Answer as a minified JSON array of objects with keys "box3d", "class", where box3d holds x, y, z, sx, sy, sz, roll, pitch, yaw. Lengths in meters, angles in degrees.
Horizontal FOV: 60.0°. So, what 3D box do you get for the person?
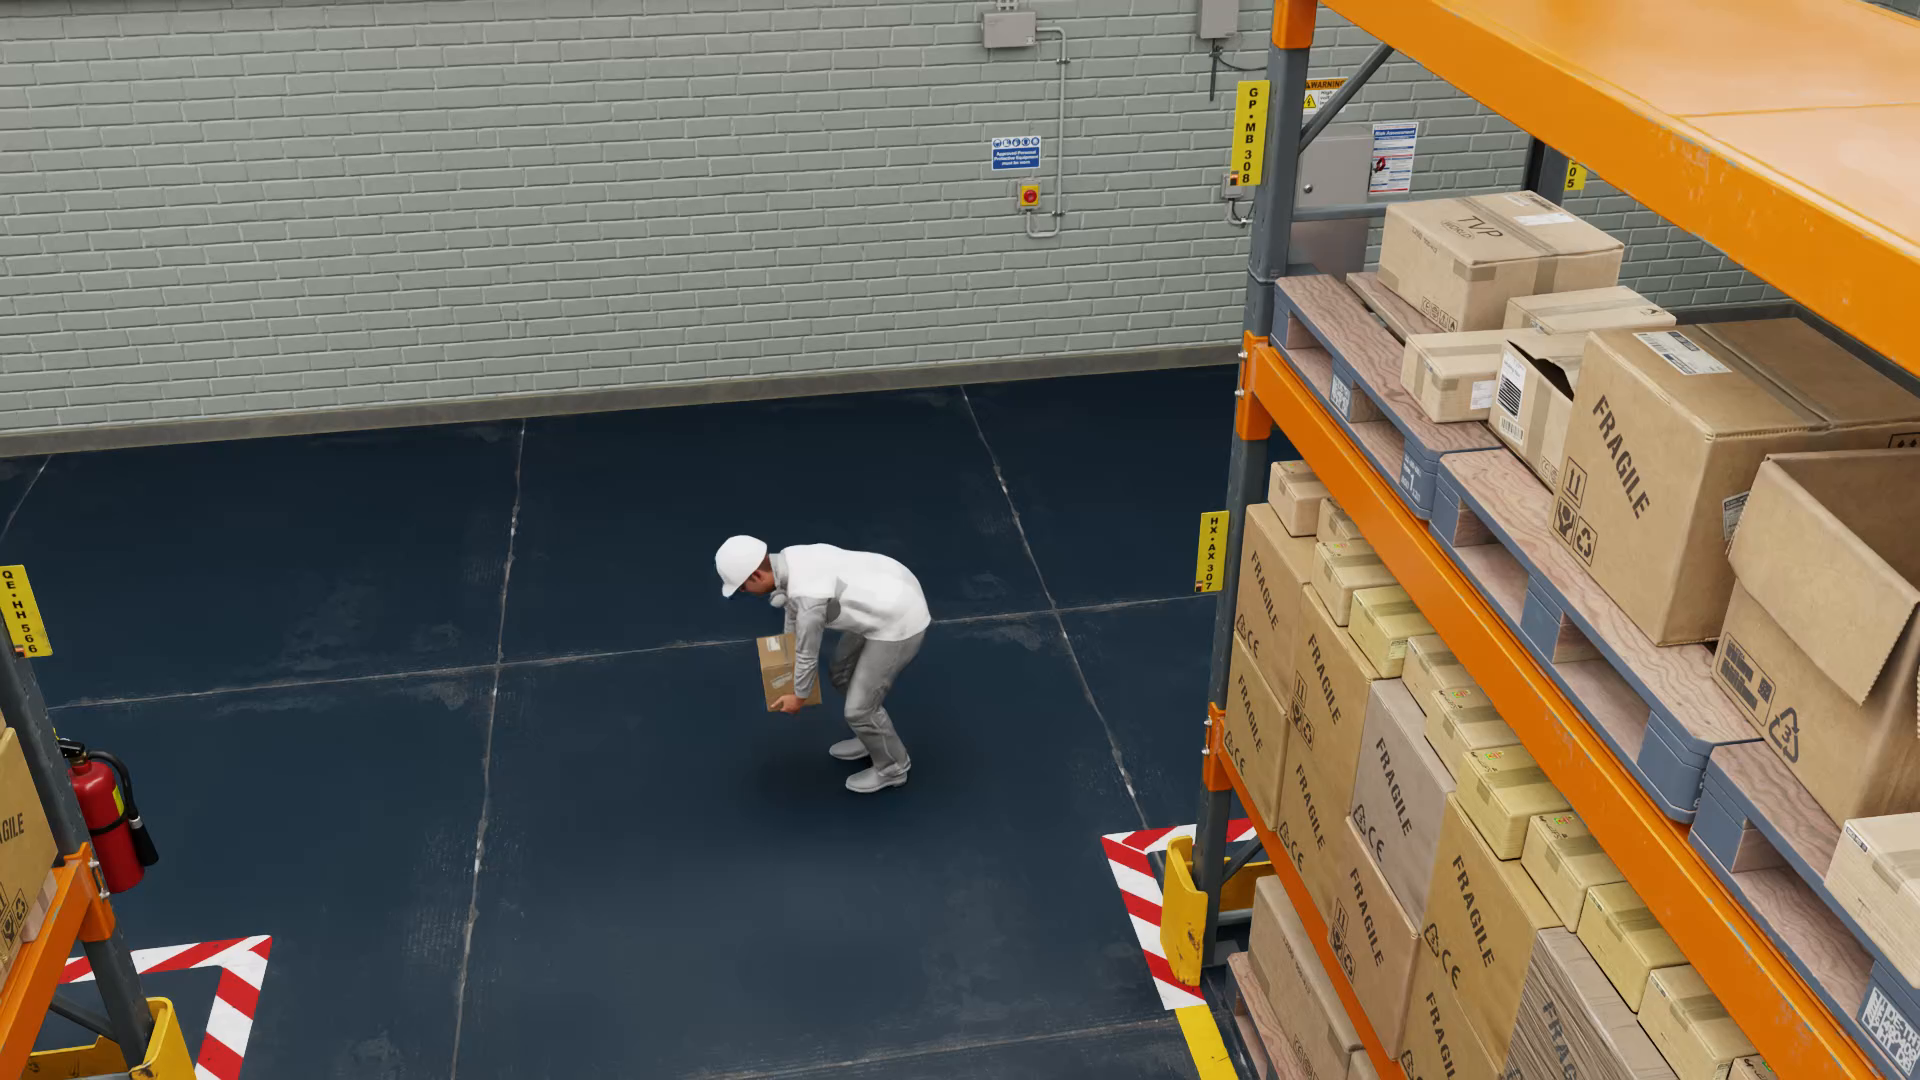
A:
[{"box3d":[-0.607,0.535,7.621,0.936,1.351,0.465,-6,31,-10],"class":"person"}]
